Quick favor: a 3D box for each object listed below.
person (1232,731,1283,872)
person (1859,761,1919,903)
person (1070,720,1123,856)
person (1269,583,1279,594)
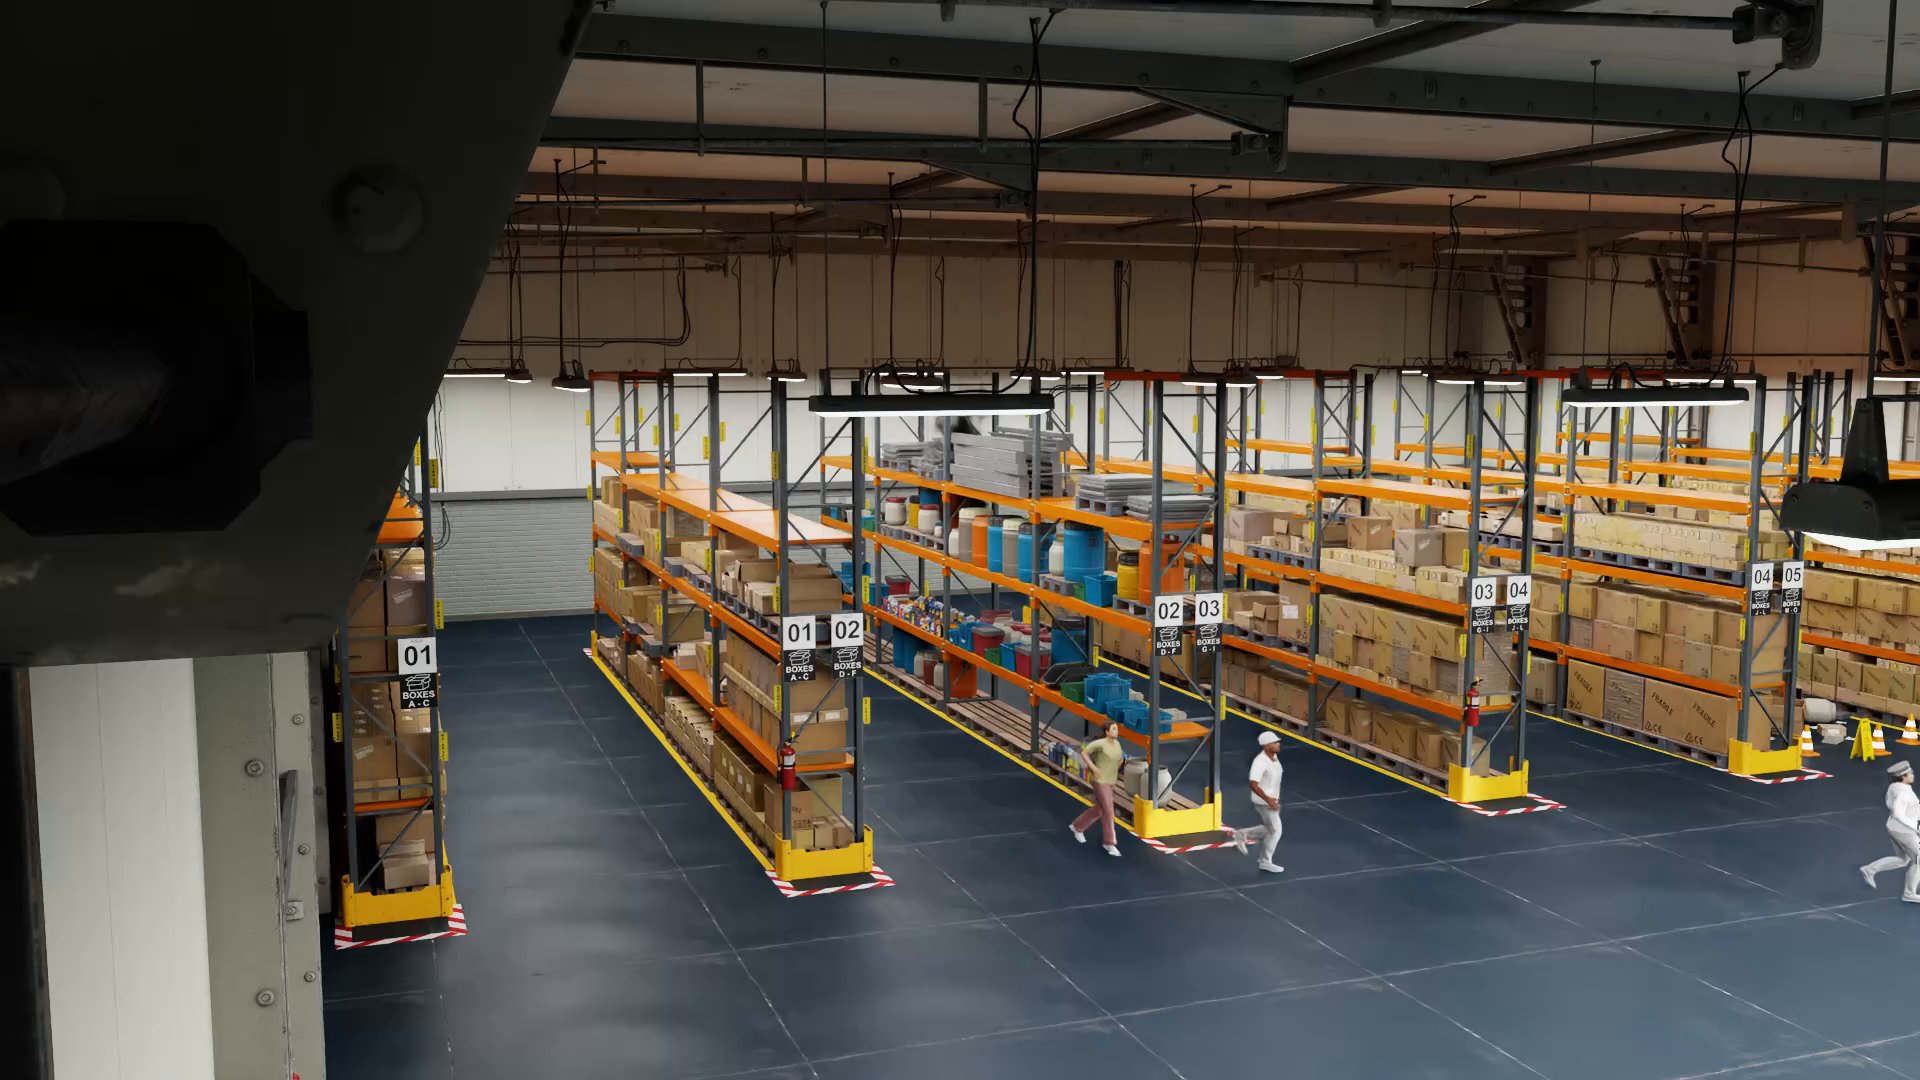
[{"bbox_3d":[3.681,3.192,20.476,0.663,1.735,0.705,3,7,23],"label":"person"},{"bbox_3d":[10.862,3.367,19.235,0.717,1.649,0.602,2,7,14],"label":"person"},{"bbox_3d":[1.853,3.140,21.406,0.863,1.701,0.584,6,9,42],"label":"person"},{"bbox_3d":[7.875,1.007,41.020,0.646,1.521,0.640,4,8,33],"label":"person"}]
